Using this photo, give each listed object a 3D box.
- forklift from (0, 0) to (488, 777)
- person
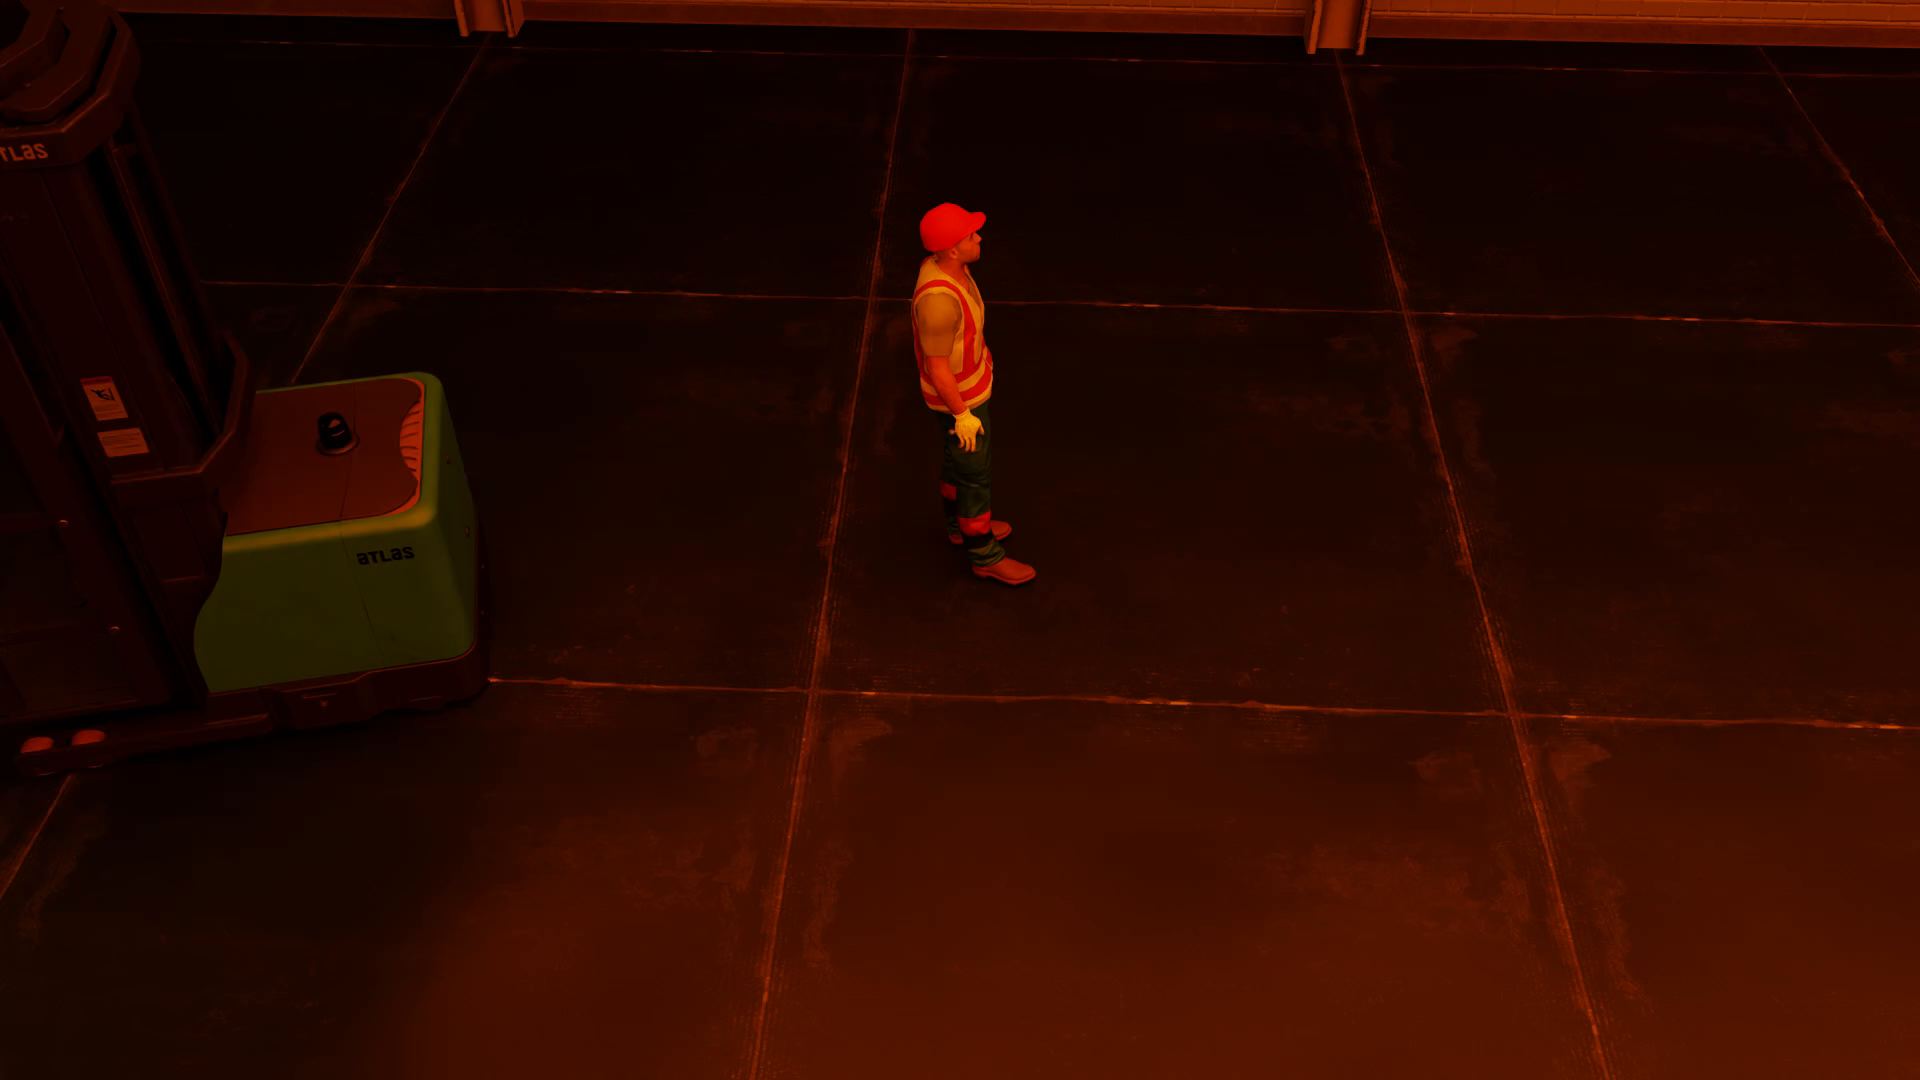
[{"bbox_3d":[-3.601,-0.503,6.293,3.031,2.935,1.130,-8,43,-9],"label":"forklift"},{"bbox_3d":[0.080,-0.656,7.296,0.562,1.790,0.637,2,42,2],"label":"person"}]
